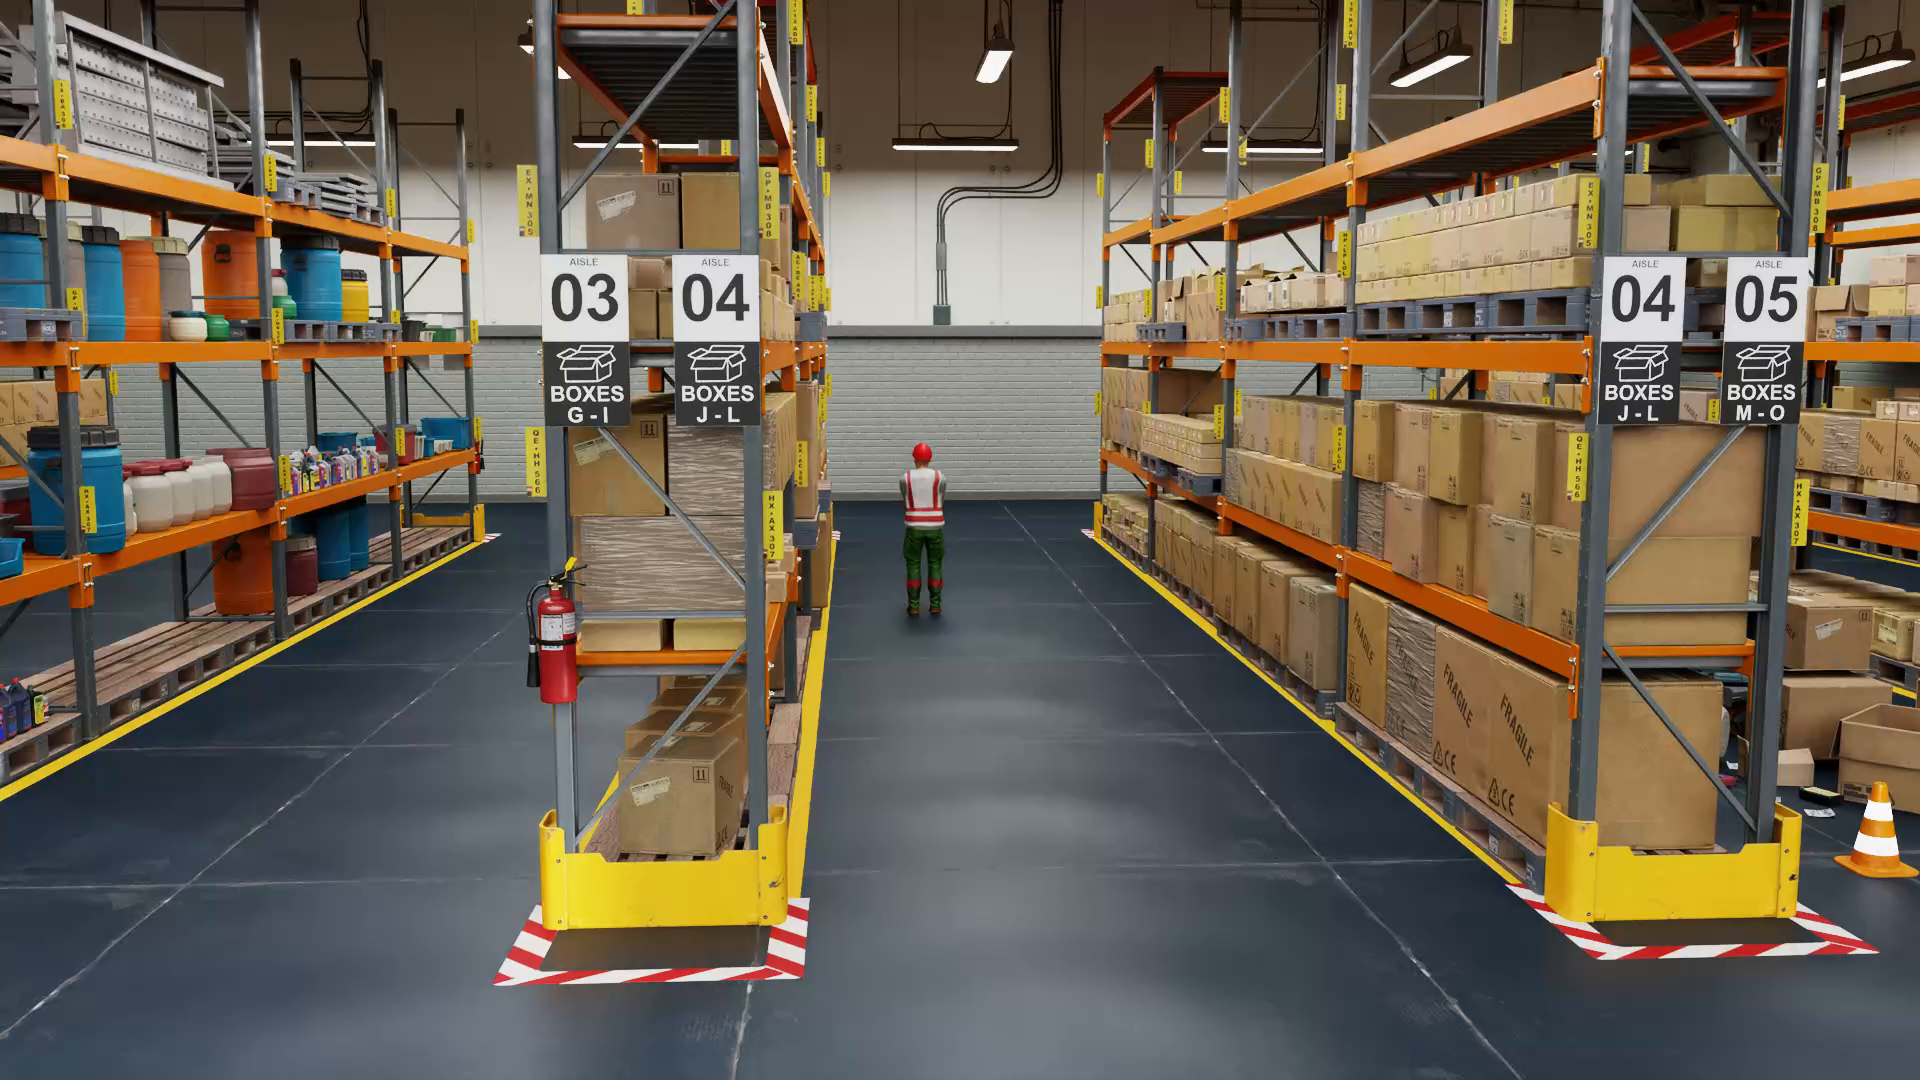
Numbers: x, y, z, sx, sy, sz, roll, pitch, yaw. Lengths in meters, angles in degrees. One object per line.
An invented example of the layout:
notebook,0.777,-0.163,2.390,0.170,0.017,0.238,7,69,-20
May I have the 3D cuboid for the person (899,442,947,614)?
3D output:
person,-0.386,-0.136,17.312,0.494,1.782,0.570,0,7,-3
